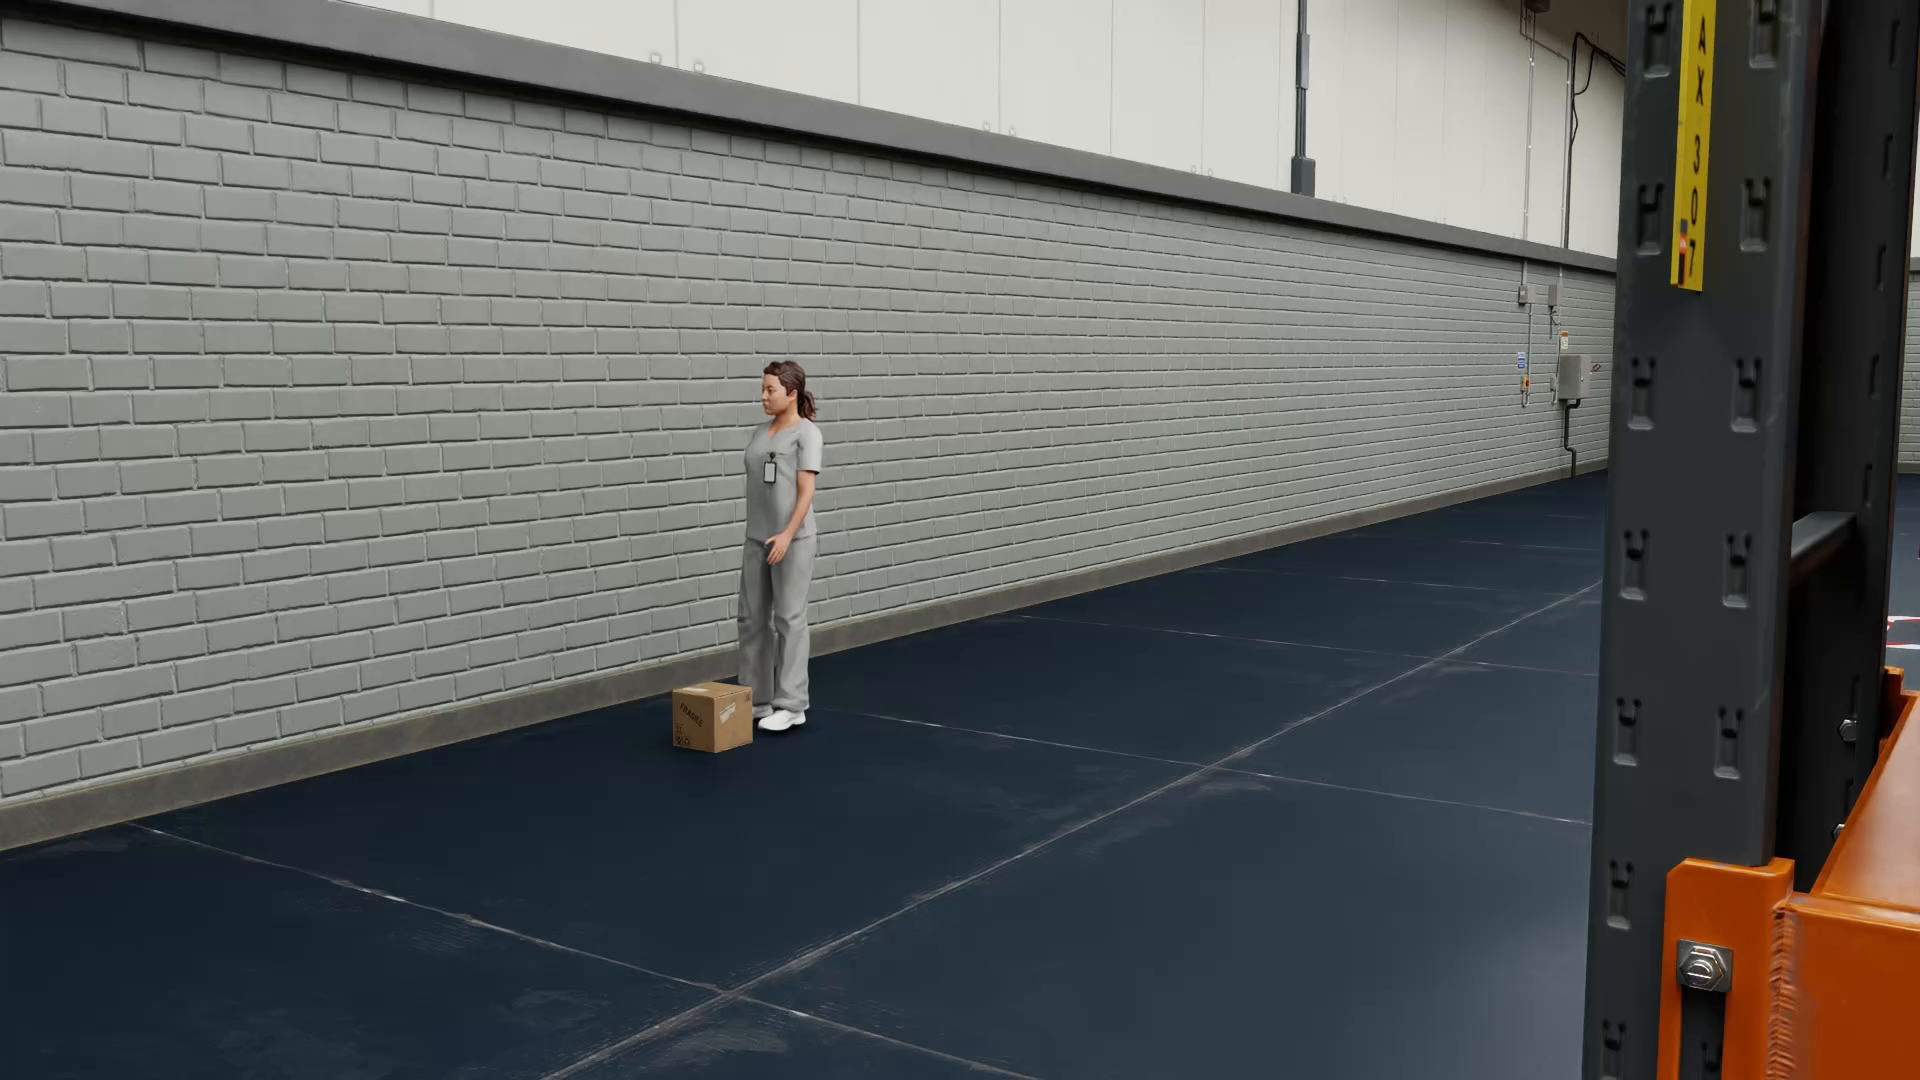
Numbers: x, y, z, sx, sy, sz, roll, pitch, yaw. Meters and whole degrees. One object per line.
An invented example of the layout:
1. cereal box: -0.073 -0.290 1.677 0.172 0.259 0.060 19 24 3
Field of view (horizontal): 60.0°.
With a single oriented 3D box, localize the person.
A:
1. person: -0.848 0.024 7.655 0.455 1.692 0.478 5 8 37
